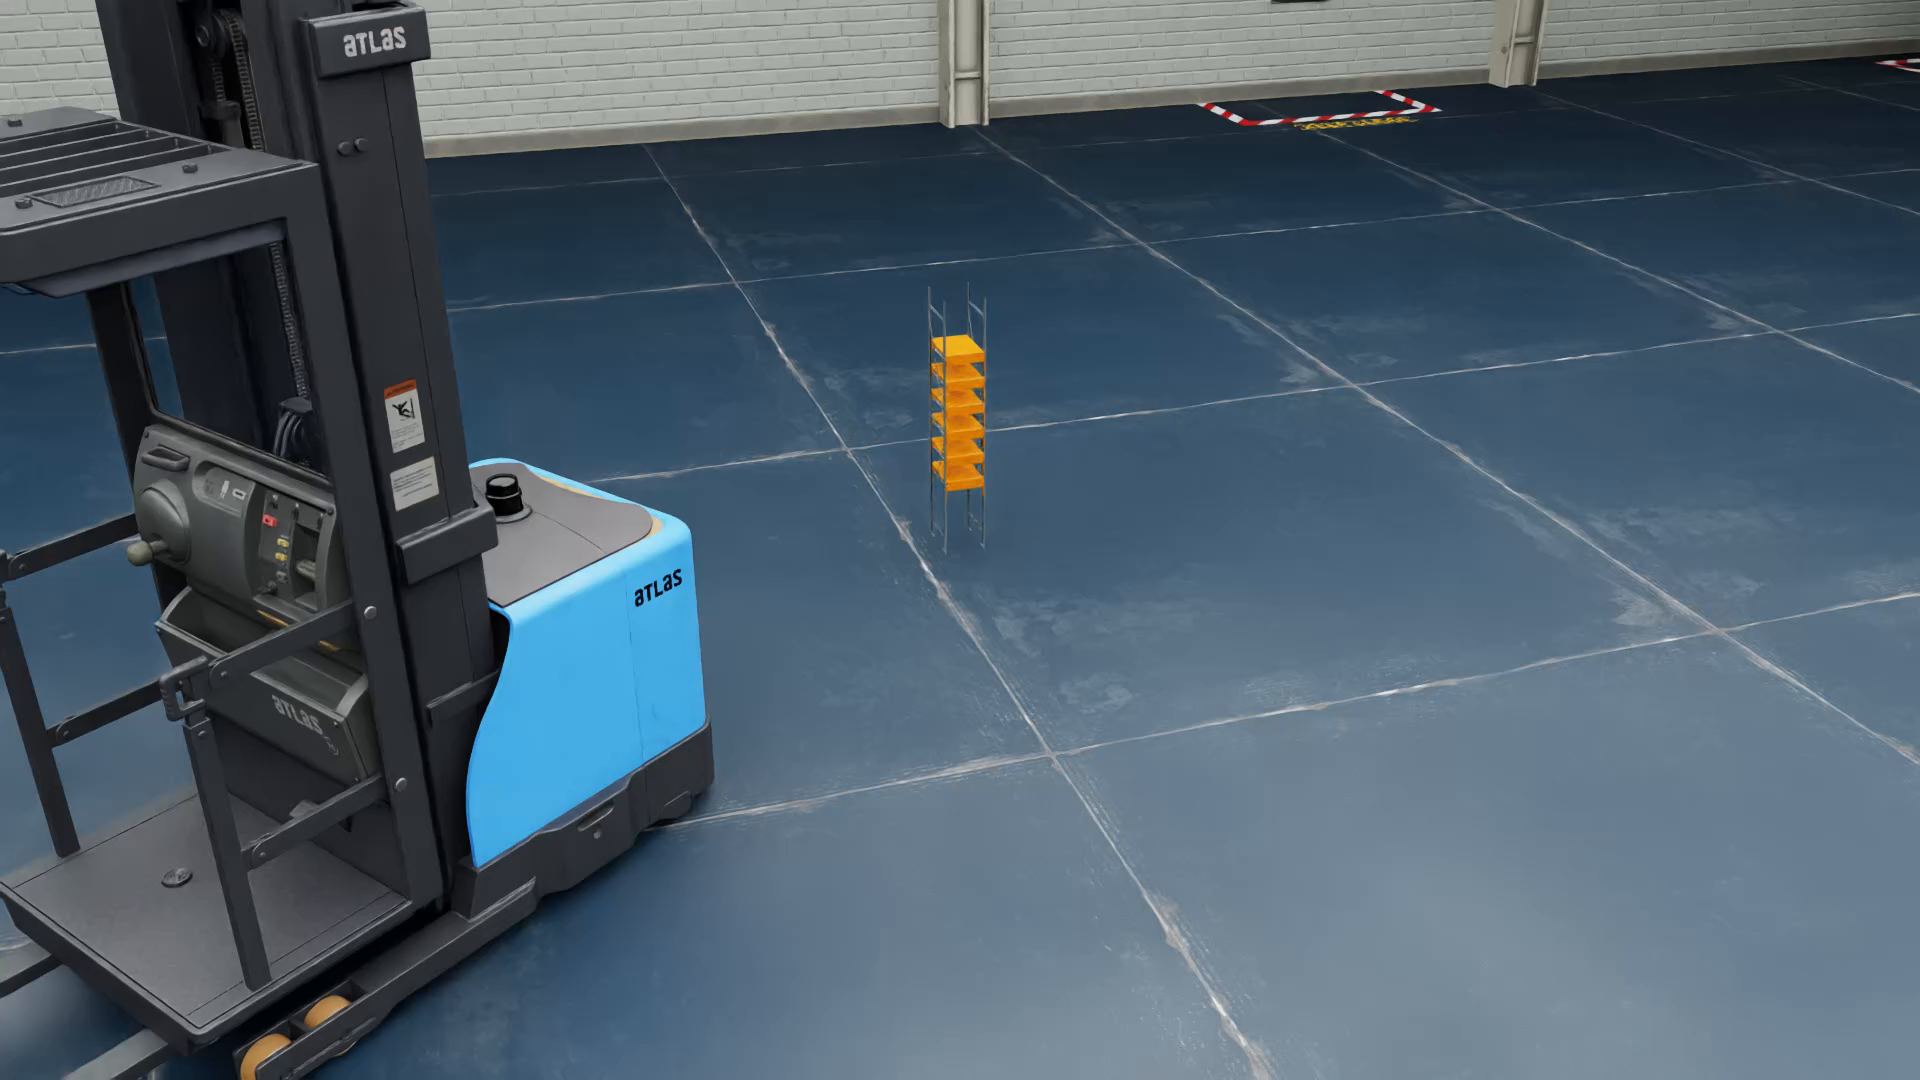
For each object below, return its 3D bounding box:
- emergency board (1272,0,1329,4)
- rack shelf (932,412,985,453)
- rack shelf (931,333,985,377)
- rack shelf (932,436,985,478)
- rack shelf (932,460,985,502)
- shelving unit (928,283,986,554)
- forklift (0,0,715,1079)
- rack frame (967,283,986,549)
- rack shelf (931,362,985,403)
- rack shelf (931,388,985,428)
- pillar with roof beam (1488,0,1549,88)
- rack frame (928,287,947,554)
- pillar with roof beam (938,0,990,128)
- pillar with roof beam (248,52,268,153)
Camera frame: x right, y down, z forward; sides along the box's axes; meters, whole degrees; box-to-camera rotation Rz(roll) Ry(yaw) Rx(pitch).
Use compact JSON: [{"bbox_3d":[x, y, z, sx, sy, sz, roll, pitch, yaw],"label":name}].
[{"bbox_3d":[3.367,-5.778,16.015,0.626,1.169,0.157,-8,28,-16],"label":"emergency board"},{"bbox_3d":[-0.014,-0.496,7.499,0.180,0.103,0.258,-8,28,-16],"label":"rack shelf"},{"bbox_3d":[-0.014,-0.818,7.339,0.180,0.103,0.258,-8,28,-16],"label":"rack shelf"},{"bbox_3d":[-0.014,-0.388,7.552,0.180,0.103,0.258,-8,28,-16],"label":"rack shelf"},{"bbox_3d":[-0.014,-0.281,7.606,0.180,0.103,0.258,-8,28,-16],"label":"rack shelf"},{"bbox_3d":[-0.014,-0.535,7.479,0.189,1.200,0.258,-8,28,-16],"label":"shelving unit"},{"bbox_3d":[-2.145,-0.010,4.475,1.130,2.935,3.031,18,32,32],"label":"forklift"},{"bbox_3d":[0.073,-0.548,7.505,0.006,1.200,0.240,-8,28,-16],"label":"rack frame"},{"bbox_3d":[-0.014,-0.711,7.392,0.180,0.103,0.258,-8,28,-16],"label":"rack shelf"},{"bbox_3d":[-0.014,-0.603,7.446,0.180,0.103,0.258,-8,28,-16],"label":"rack shelf"},{"bbox_3d":[7.076,-6.962,11.654,0.400,9.000,9.100,-8,28,-16],"label":"pillar with roof beam"},{"bbox_3d":[-0.101,-0.523,7.454,0.006,1.200,0.240,-8,28,-16],"label":"rack frame"},{"bbox_3d":[1.371,-6.136,9.990,0.400,9.000,9.100,-8,28,-16],"label":"pillar with roof beam"},{"bbox_3d":[-4.334,-5.310,8.326,0.400,9.000,9.100,-8,28,-16],"label":"pillar with roof beam"}]
